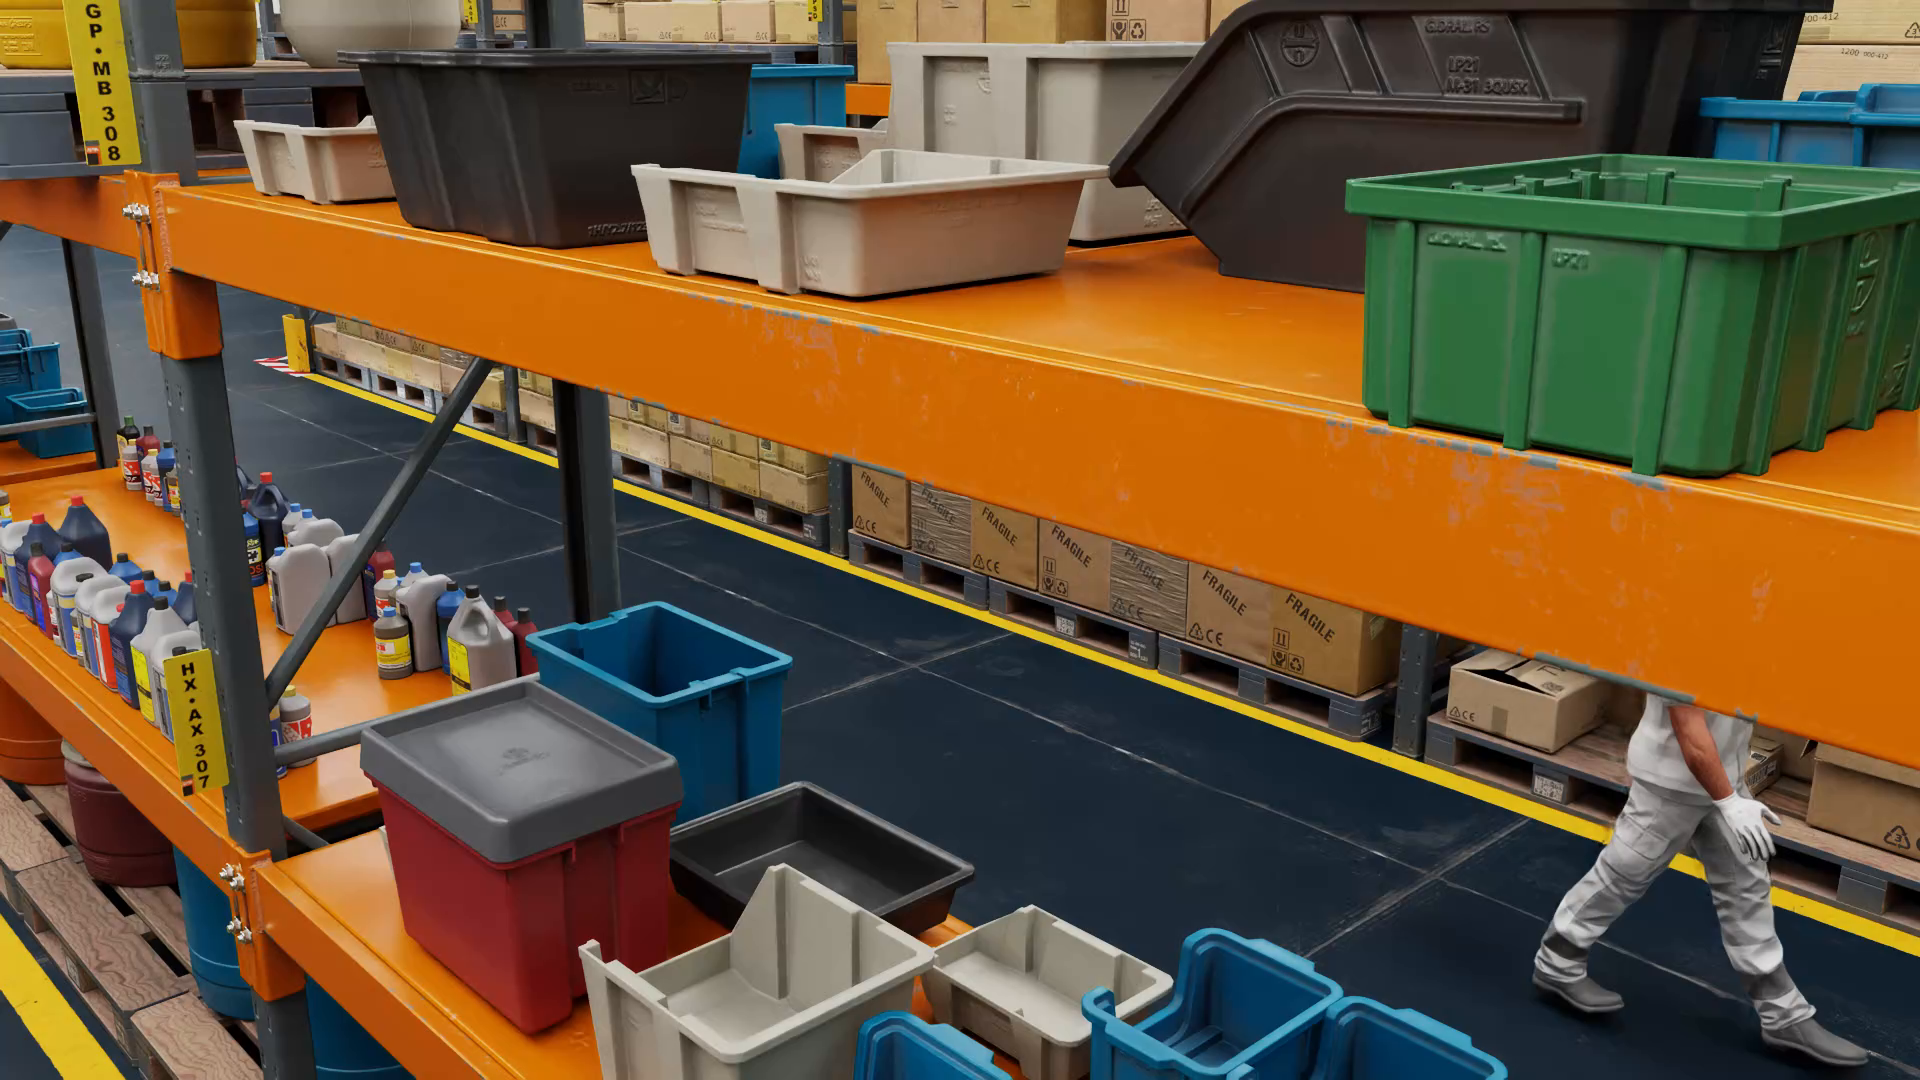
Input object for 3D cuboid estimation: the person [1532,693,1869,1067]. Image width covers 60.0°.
[{"bbox_3d":[2.313,0.740,5.040,0.977,1.731,0.528,14,22,38],"label":"person"}]
